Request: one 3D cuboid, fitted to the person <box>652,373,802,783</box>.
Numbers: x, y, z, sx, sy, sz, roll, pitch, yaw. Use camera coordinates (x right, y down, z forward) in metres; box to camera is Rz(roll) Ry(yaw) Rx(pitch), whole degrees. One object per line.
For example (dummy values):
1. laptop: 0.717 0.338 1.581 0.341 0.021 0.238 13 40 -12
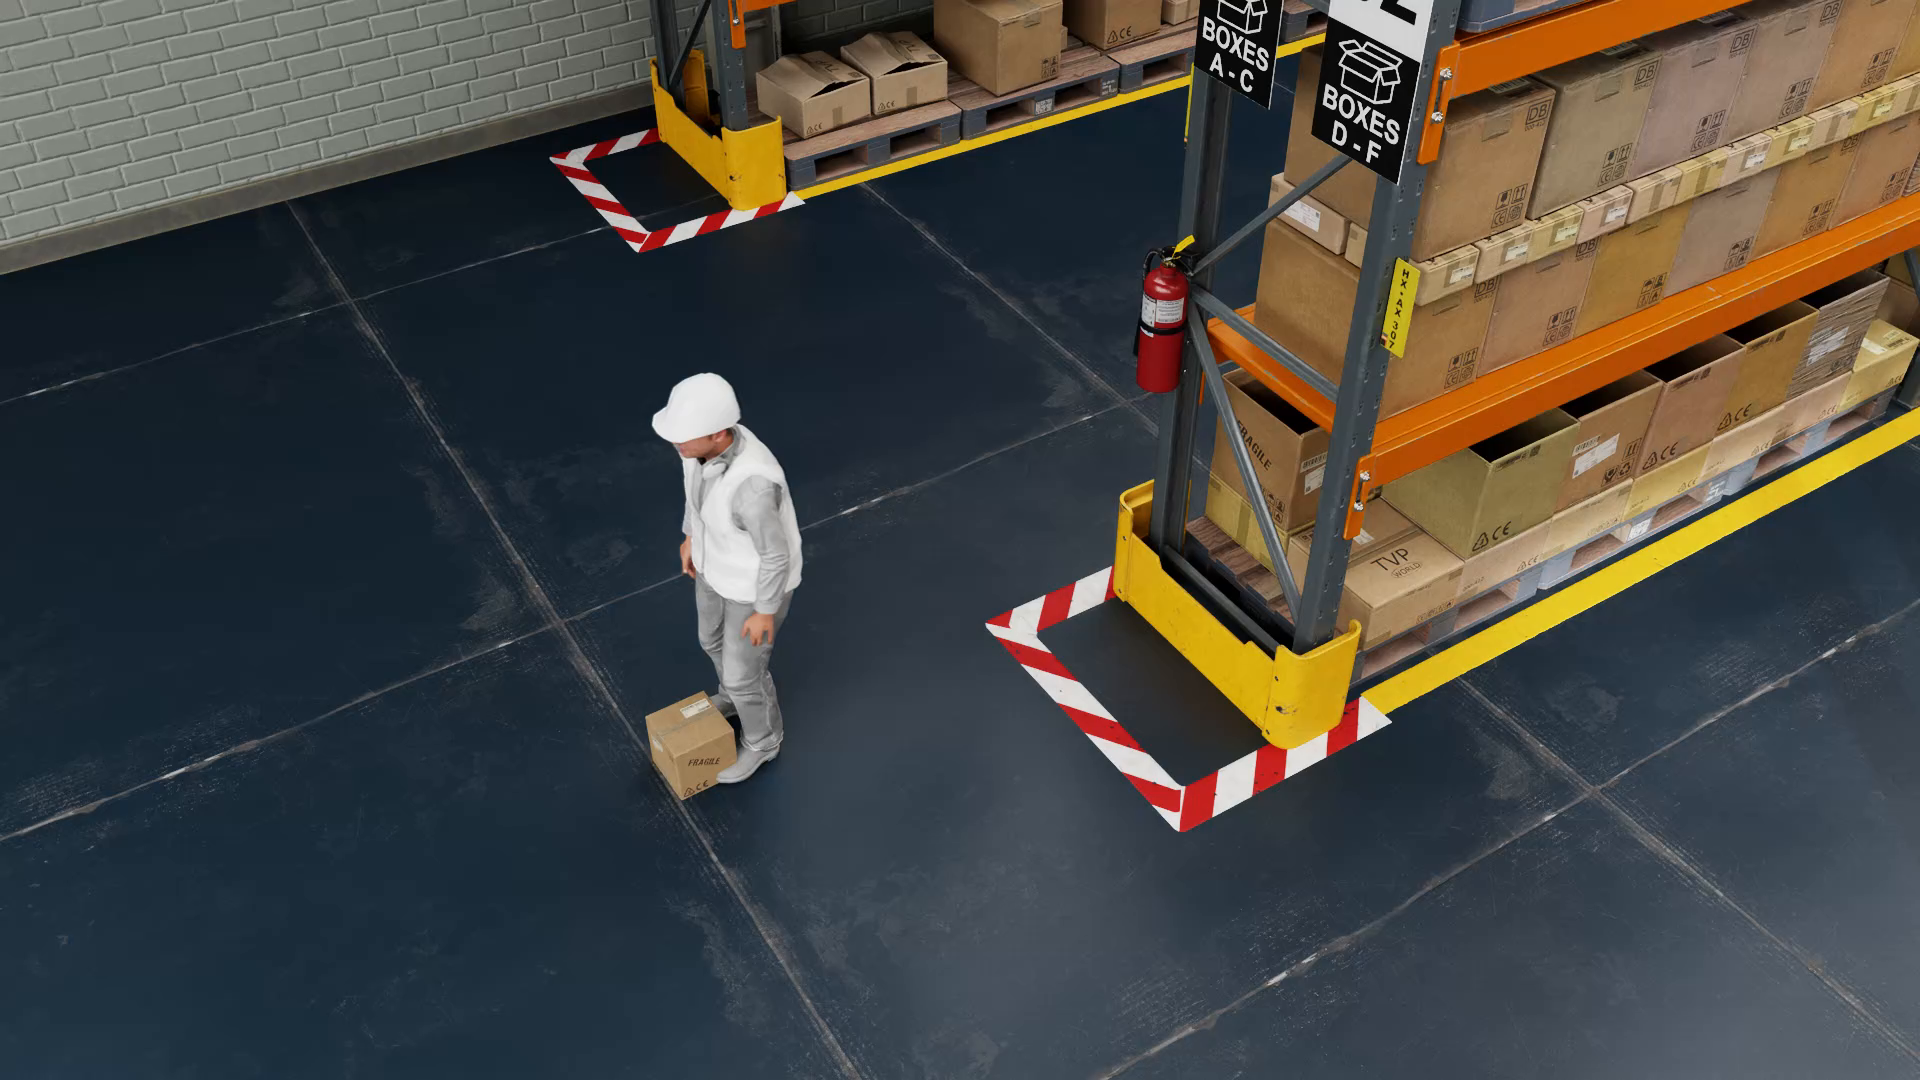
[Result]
1. person: -0.811 0.121 5.995 0.465 1.772 0.589 -24 46 -26
